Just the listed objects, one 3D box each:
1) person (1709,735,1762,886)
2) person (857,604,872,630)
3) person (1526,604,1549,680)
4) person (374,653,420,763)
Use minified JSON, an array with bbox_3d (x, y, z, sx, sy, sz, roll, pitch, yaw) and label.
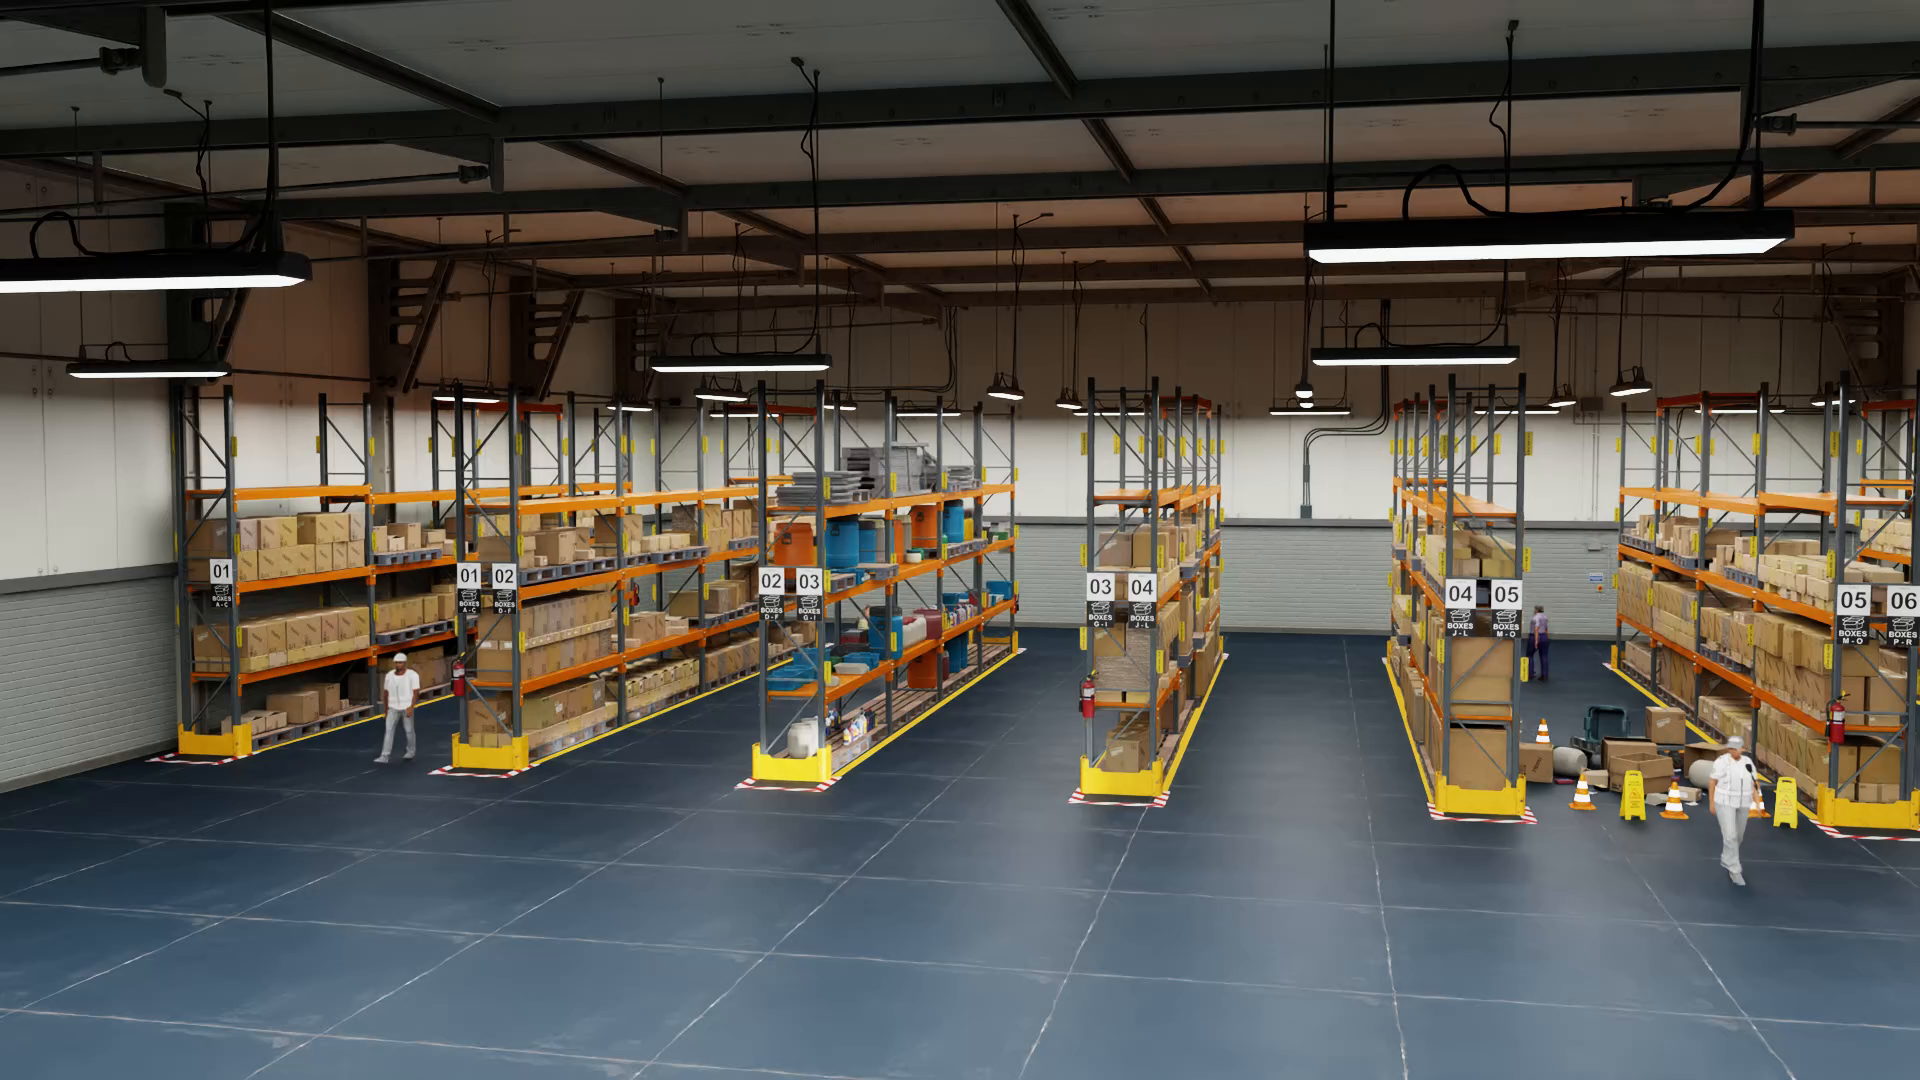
[{"bbox_3d":[9.013,3.116,19.314,0.501,1.700,0.746,0,3,-3],"label":"person"},{"bbox_3d":[-1.922,2.085,34.402,0.472,1.469,0.749,0,3,3],"label":"person"},{"bbox_3d":[12.419,2.215,35.626,0.498,1.688,0.579,-1,3,-9],"label":"person"},{"bbox_3d":[-8.856,2.647,26.260,0.593,1.715,0.997,0,3,-4],"label":"person"}]
